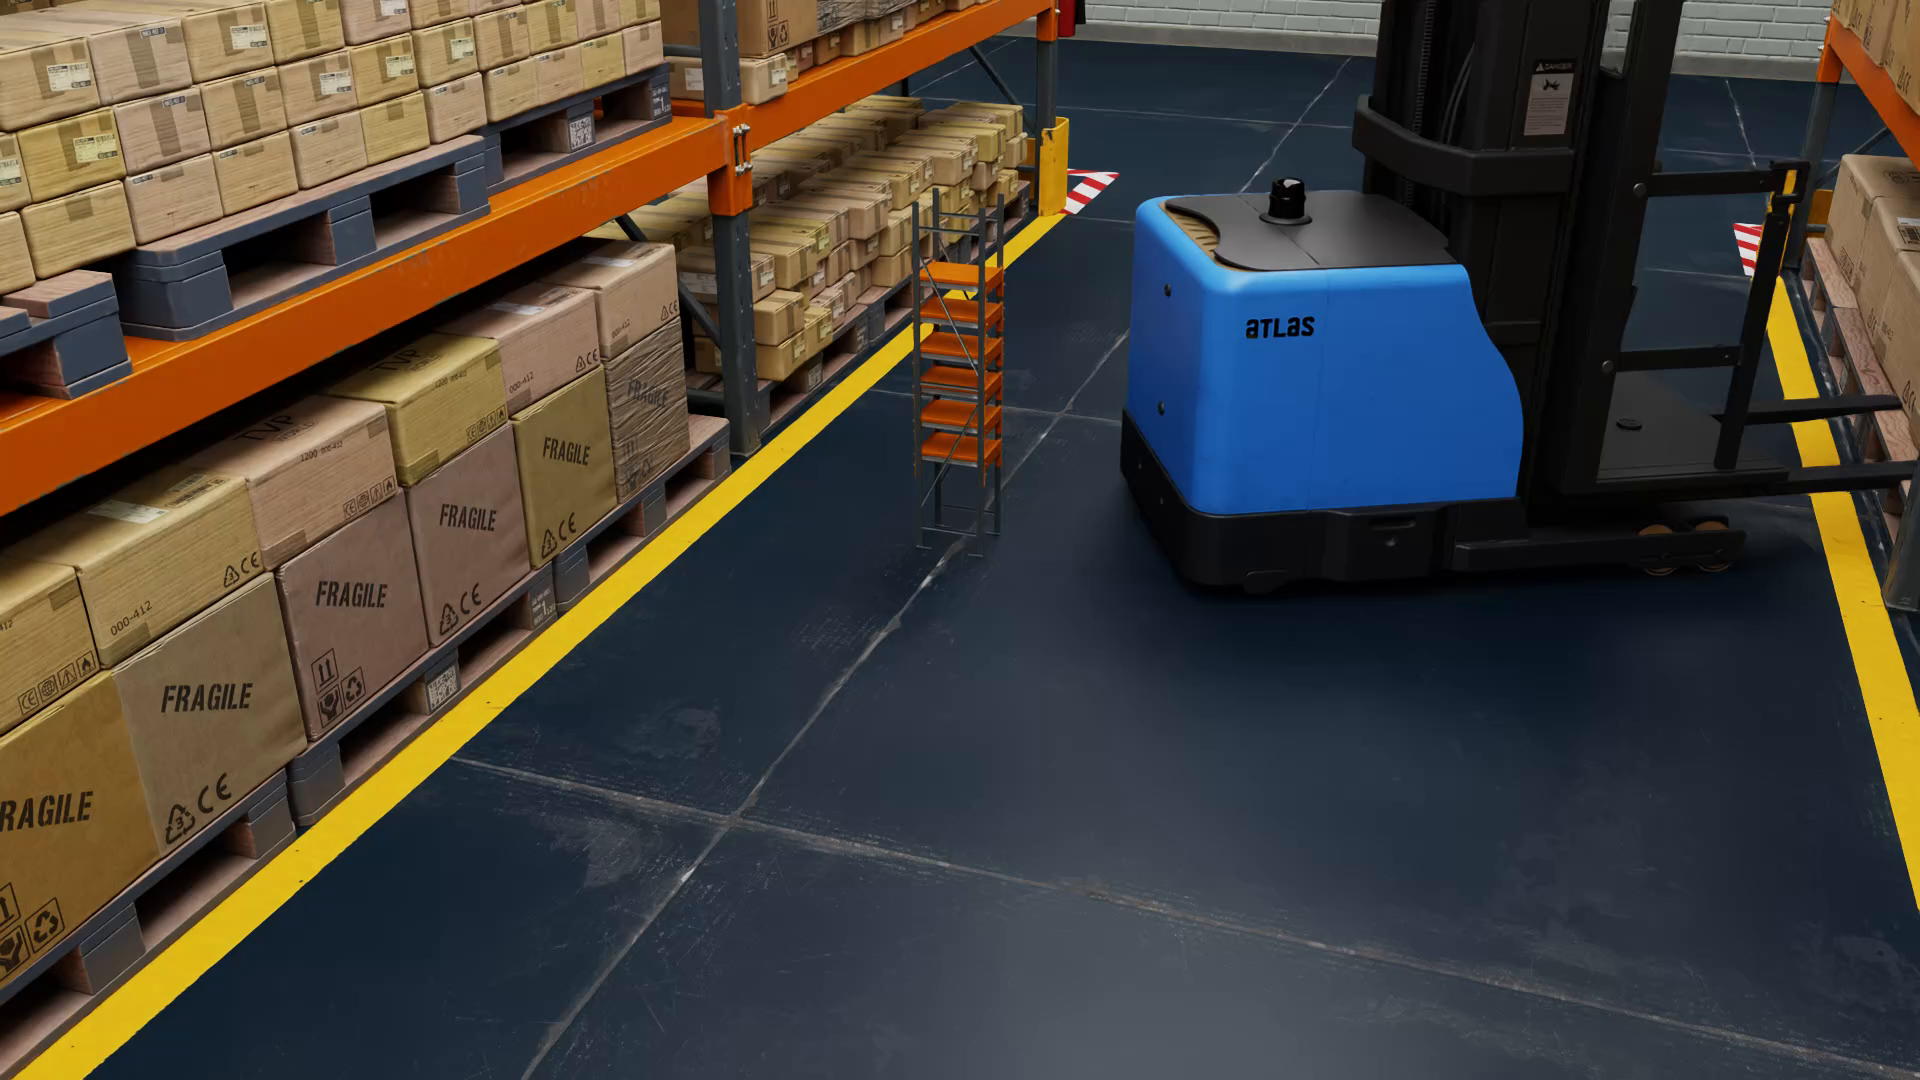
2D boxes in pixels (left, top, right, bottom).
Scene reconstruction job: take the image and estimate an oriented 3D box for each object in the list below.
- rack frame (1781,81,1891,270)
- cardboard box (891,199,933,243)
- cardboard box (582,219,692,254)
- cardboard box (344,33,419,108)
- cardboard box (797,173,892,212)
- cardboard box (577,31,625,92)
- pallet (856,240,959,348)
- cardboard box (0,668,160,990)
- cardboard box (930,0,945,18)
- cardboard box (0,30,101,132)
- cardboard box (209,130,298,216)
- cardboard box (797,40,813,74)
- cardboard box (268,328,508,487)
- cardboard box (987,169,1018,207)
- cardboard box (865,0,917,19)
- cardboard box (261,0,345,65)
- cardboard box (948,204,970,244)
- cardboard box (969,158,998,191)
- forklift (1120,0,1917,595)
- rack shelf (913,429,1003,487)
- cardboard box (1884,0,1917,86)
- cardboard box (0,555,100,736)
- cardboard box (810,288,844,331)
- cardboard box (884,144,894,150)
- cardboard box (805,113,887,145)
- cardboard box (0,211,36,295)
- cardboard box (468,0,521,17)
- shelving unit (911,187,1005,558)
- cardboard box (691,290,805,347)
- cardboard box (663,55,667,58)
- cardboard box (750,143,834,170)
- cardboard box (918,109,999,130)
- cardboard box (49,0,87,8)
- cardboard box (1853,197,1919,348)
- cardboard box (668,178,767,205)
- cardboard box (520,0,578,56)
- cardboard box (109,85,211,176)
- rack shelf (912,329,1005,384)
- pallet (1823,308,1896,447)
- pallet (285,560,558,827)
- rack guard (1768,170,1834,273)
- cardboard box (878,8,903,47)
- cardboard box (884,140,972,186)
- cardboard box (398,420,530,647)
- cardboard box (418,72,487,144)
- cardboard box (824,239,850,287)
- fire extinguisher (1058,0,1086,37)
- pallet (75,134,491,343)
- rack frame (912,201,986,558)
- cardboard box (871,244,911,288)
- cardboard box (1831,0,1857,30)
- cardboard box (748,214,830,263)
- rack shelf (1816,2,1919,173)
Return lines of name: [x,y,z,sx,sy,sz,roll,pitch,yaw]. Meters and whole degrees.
rack frame: [4.767,-2.723,7.933,1.000,3.000,0.127,9,27,17]
cardboard box: [-0.340,-1.533,7.922,0.380,0.149,0.250,9,27,18]
cardboard box: [-1.345,-1.224,6.943,0.380,0.149,0.250,9,27,18]
cardboard box: [-1.647,-1.231,4.316,0.380,0.149,0.250,9,27,18]
cardboard box: [-0.530,-1.584,7.686,0.380,0.149,0.250,8,27,15]
cardboard box: [-1.296,-1.533,5.280,0.380,0.149,0.250,9,27,18]
pallet: [-0.671,-1.285,8.162,1.003,0.211,1.213,9,27,17]
cardboard box: [-2.120,0.570,3.517,0.500,0.500,0.500,8,27,15]
cardboard box: [-0.288,-2.595,7.956,0.380,0.149,0.250,8,27,15]
cardboard box: [-1.998,-0.937,3.368,0.380,0.149,0.250,8,27,15]
cardboard box: [-1.818,-0.888,3.948,0.380,0.149,0.250,9,27,18]
cardboard box: [-0.807,-1.946,6.615,0.380,0.149,0.250,8,27,15]
cardboard box: [-1.621,-0.386,4.631,0.500,0.250,0.500,8,27,15]
cardboard box: [0.097,-1.939,9.101,0.380,0.149,0.250,10,27,19]
cardboard box: [-0.503,-2.508,7.031,0.500,0.500,0.500,8,27,16]
cardboard box: [-1.737,-1.260,4.034,0.380,0.149,0.250,8,27,17]
cardboard box: [-0.167,-1.625,8.454,0.380,0.149,0.250,8,27,15]
cardboard box: [-0.012,-1.967,8.819,0.380,0.149,0.250,8,27,15]
forklift: [2.150,-1.425,5.329,3.031,2.935,1.130,-4,26,-7]
rack shelf: [-0.005,-0.278,5.600,0.258,0.103,0.180,9,27,17]
cardboard box: [3.858,-1.986,6.295,0.500,0.500,0.500,10,27,19]
cardboard box: [-2.138,0.238,3.342,0.500,0.250,0.500,8,27,15]
cardboard box: [-0.719,-0.984,7.129,0.380,0.149,0.250,9,27,17]
cardboard box: [-0.493,-2.044,8.977,0.380,0.149,0.250,9,27,18]
cardboard box: [-0.612,-2.192,8.941,0.380,0.149,0.250,9,27,17]
cardboard box: [-2.078,-0.564,3.279,0.380,0.149,0.250,10,28,20]
cardboard box: [-1.478,-1.582,4.699,0.380,0.149,0.250,9,27,17]
shelving unit: [-0.005,-0.534,5.476,0.258,1.200,0.189,9,27,17]
cardboard box: [-0.843,-0.898,6.611,0.380,0.149,0.250,10,28,20]
cardboard box: [-1.263,-2.017,6.762,0.380,0.149,0.250,10,28,19]
cardboard box: [-0.848,-1.864,8.264,0.380,0.149,0.250,9,27,18]
cardboard box: [-0.009,-2.224,9.008,0.380,0.149,0.250,9,27,18]
cardboard box: [-2.346,-1.362,4.244,0.380,0.149,0.250,10,27,19]
cardboard box: [4.346,-1.096,7.030,0.875,0.438,0.875,9,27,19]
cardboard box: [-1.106,-1.548,7.611,0.380,0.149,0.250,7,27,15]
cardboard box: [-1.383,-1.564,5.002,0.380,0.149,0.250,10,28,20]
cardboard box: [-1.905,-0.919,3.672,0.380,0.149,0.250,9,27,18]
rack shelf: [-0.005,-0.602,5.443,0.258,0.103,0.180,9,27,17]
pallet: [4.168,-0.629,6.806,1.003,0.211,1.213,9,27,17]
pallet: [-1.927,0.322,4.842,1.003,0.211,1.213,9,27,17]
rack guard: [4.775,-1.608,8.498,1.175,0.500,0.348,9,27,17]
cardboard box: [-0.470,-2.260,7.264,0.380,0.149,0.250,10,28,20]
cardboard box: [-0.158,-1.883,8.305,0.380,0.149,0.250,10,28,19]
cardboard box: [-1.620,-0.058,4.815,0.500,0.500,0.500,8,27,16]
cardboard box: [-1.552,-1.213,4.619,0.380,0.149,0.250,8,27,15]
cardboard box: [-0.704,-1.231,7.299,0.380,0.149,0.250,7,27,15]
fire extinguisher: [0.585,-3.234,9.503,0.296,0.674,0.183,9,27,17]
pallet: [-1.976,-0.845,4.274,1.003,0.211,1.213,9,27,17]
rack frame: [-0.035,-0.496,5.399,0.240,1.200,0.006,9,27,17]
cardboard box: [-0.448,-1.304,7.790,0.380,0.149,0.250,8,27,16]
cardboard box: [4.337,-2.613,7.589,0.500,0.500,0.500,9,27,17]
cardboard box: [-0.770,-1.257,7.010,0.380,0.149,0.250,8,27,17]
rack shelf: [4.102,-1.578,6.392,1.077,0.370,4.000,9,27,17]
